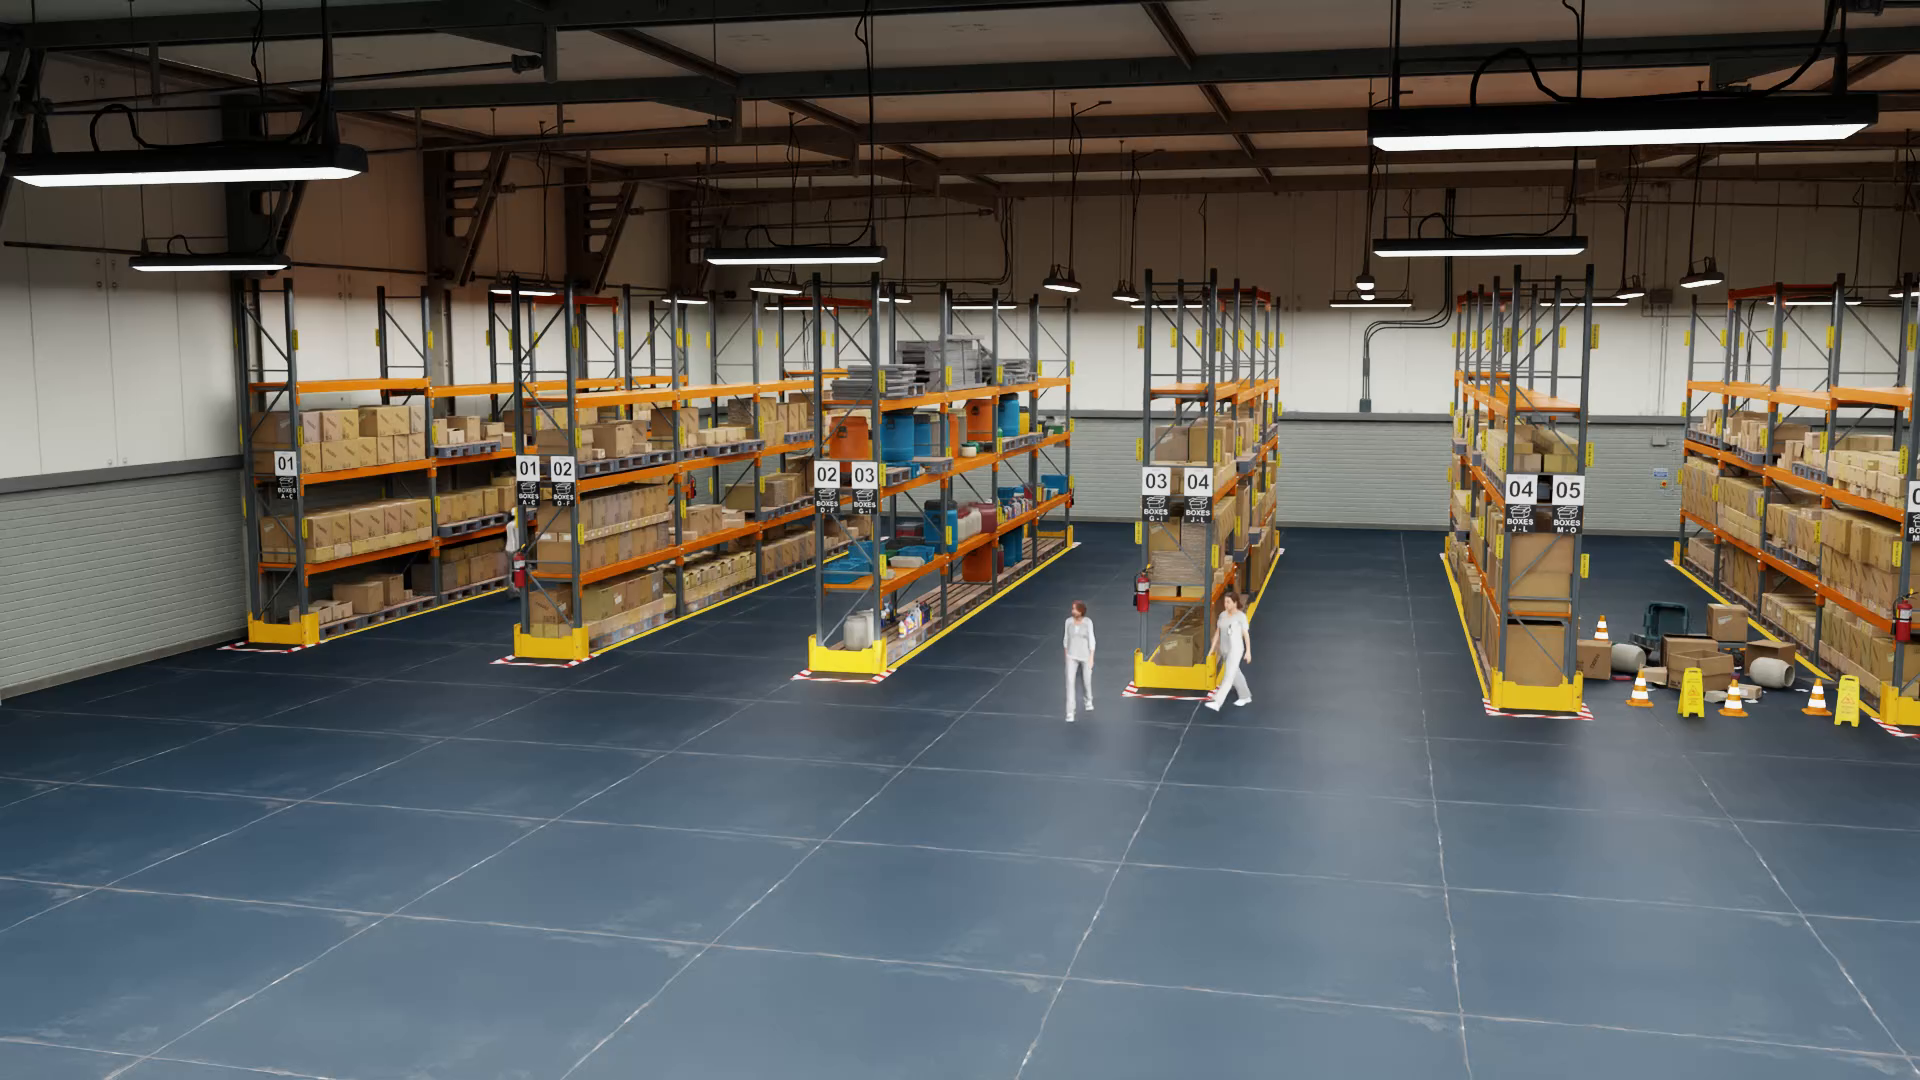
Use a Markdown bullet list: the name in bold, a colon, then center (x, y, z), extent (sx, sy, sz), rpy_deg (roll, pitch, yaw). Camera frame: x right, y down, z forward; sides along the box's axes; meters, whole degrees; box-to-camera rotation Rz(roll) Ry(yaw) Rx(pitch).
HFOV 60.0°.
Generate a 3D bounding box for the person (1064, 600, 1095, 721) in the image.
- **person**: center (1.582, 1.579, 22.074), extent (0.441, 1.538, 0.888), rpy_deg (2, 7, 13)

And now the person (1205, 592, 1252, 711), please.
- **person**: center (3.607, 1.496, 22.469), extent (1.089, 1.608, 0.467), rpy_deg (-5, 8, -36)

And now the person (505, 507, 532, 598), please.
- **person**: center (-8.644, 0.235, 32.410), extent (0.568, 1.760, 0.489), rpy_deg (4, 8, 30)
